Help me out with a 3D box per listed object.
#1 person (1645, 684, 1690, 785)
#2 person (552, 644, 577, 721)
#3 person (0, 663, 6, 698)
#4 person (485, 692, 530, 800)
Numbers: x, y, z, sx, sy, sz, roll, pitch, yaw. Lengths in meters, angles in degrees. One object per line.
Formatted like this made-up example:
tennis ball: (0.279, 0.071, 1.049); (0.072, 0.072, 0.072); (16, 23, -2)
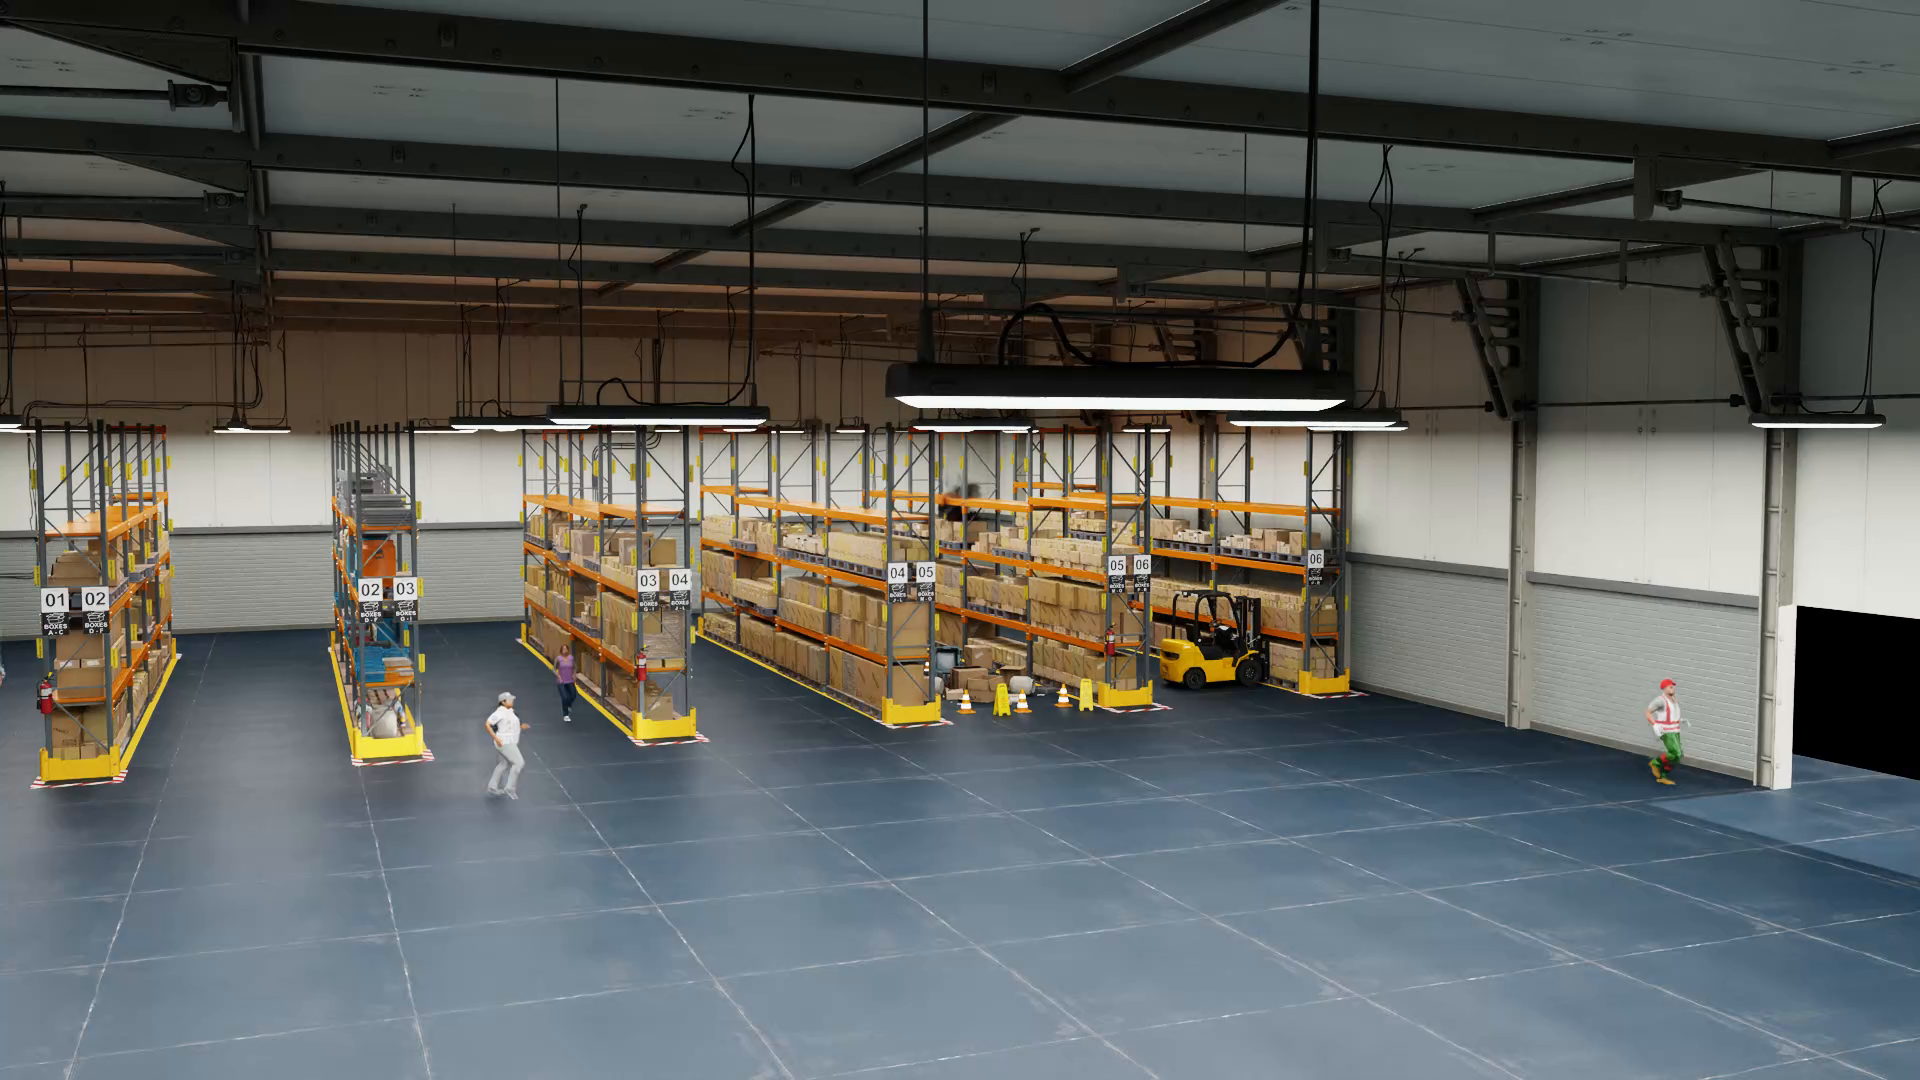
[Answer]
person: (11.642, 3.172, 27.263); (0.666, 1.690, 0.580); (-2, 4, -34)
person: (-7.907, 2.860, 33.347); (0.512, 1.554, 0.530); (-2, 4, -26)
person: (-19.022, 2.913, 32.632); (0.537, 1.561, 0.589); (-3, 4, -37)
person: (-7.150, 3.260, 26.264); (0.706, 1.716, 0.576); (0, 4, -2)
